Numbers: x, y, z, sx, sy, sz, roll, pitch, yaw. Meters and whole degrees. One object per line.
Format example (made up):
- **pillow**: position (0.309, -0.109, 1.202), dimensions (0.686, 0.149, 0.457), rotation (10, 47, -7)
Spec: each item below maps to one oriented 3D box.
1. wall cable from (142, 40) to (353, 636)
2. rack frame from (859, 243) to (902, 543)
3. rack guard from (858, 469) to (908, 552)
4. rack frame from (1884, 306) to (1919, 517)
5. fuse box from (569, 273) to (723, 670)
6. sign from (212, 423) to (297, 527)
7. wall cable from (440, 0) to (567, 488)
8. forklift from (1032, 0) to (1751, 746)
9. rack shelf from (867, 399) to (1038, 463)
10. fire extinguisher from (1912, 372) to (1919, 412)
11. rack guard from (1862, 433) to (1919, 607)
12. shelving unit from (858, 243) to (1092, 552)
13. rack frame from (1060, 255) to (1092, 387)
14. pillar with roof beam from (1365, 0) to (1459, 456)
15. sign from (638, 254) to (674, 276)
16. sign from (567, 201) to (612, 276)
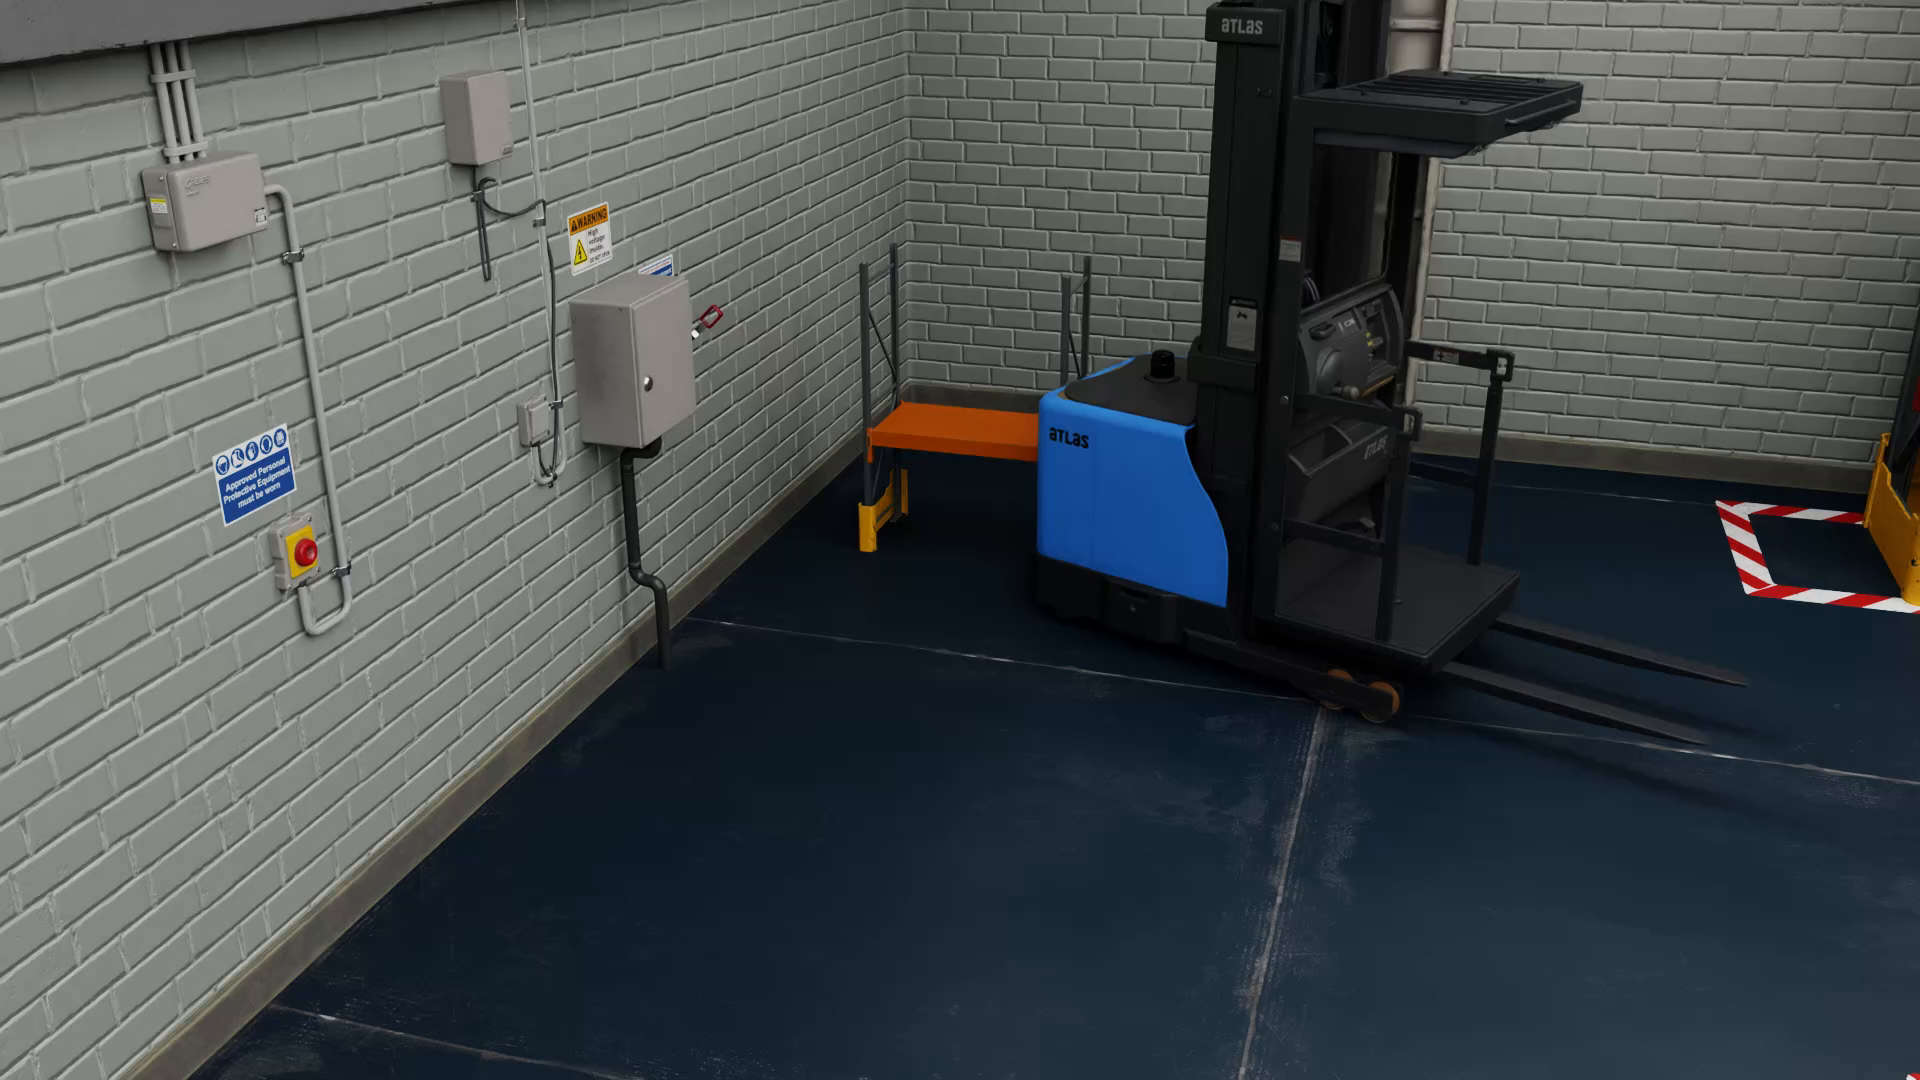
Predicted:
- **wall cable**: position (-2.019, -0.566, 4.818), dimensions (0.123, 1.953, 0.585), rotation (7, 23, 16)
- **rack frame**: position (-0.405, -0.740, 8.598), dimensions (0.032, 1.500, 0.500), rotation (7, 23, 16)
- **rack guard**: position (-0.404, -0.162, 8.835), dimensions (0.087, 0.250, 0.587), rotation (7, 23, 16)
- **rack frame**: position (4.817, -1.276, 7.928), dimensions (0.127, 3.000, 1.000), rotation (7, 23, 16)
- **fuse box**: position (-1.272, -0.233, 7.083), dimensions (0.414, 1.711, 0.539), rotation (7, 23, 16)
- **sign**: position (-2.091, -0.196, 4.939), dimensions (0.001, 0.218, 0.327), rotation (7, 23, 16)
- **wall cable**: position (-1.620, -1.068, 6.084), dimensions (0.122, 1.984, 0.588), rotation (7, 23, 16)
- **forklift**: position (1.822, -0.824, 6.917), dimensions (3.031, 2.935, 1.130), rotation (16, 27, 34)
- **rack shelf**: position (0.082, -0.518, 8.531), dimensions (1.000, 0.185, 0.538), rotation (7, 23, 16)
- **fire extinguisher**: position (4.542, -0.916, 7.644), dimensions (0.183, 0.674, 0.296), rotation (7, 23, 16)
- **rack guard**: position (4.889, -0.111, 8.382), dimensions (0.348, 0.500, 1.175), rotation (7, 23, 16)
- **shelving unit**: position (0.073, -0.686, 8.465), dimensions (1.083, 1.500, 0.587), rotation (7, 23, 16)
- **rack frame**: position (0.568, -0.629, 8.327), dimensions (0.032, 1.500, 0.500), rotation (7, 23, 16)
- **pillar with roof beam**: position (1.252, -3.111, 4.496), dimensions (0.400, 9.000, 9.100), rotation (7, 23, 16)
- **sign**: position (-1.328, -0.987, 7.350), dimensions (0.001, 0.494, 0.329), rotation (7, 23, 16)
- **sign**: position (-1.487, -1.214, 6.688), dimensions (0.001, 0.242, 0.339), rotation (7, 23, 16)
